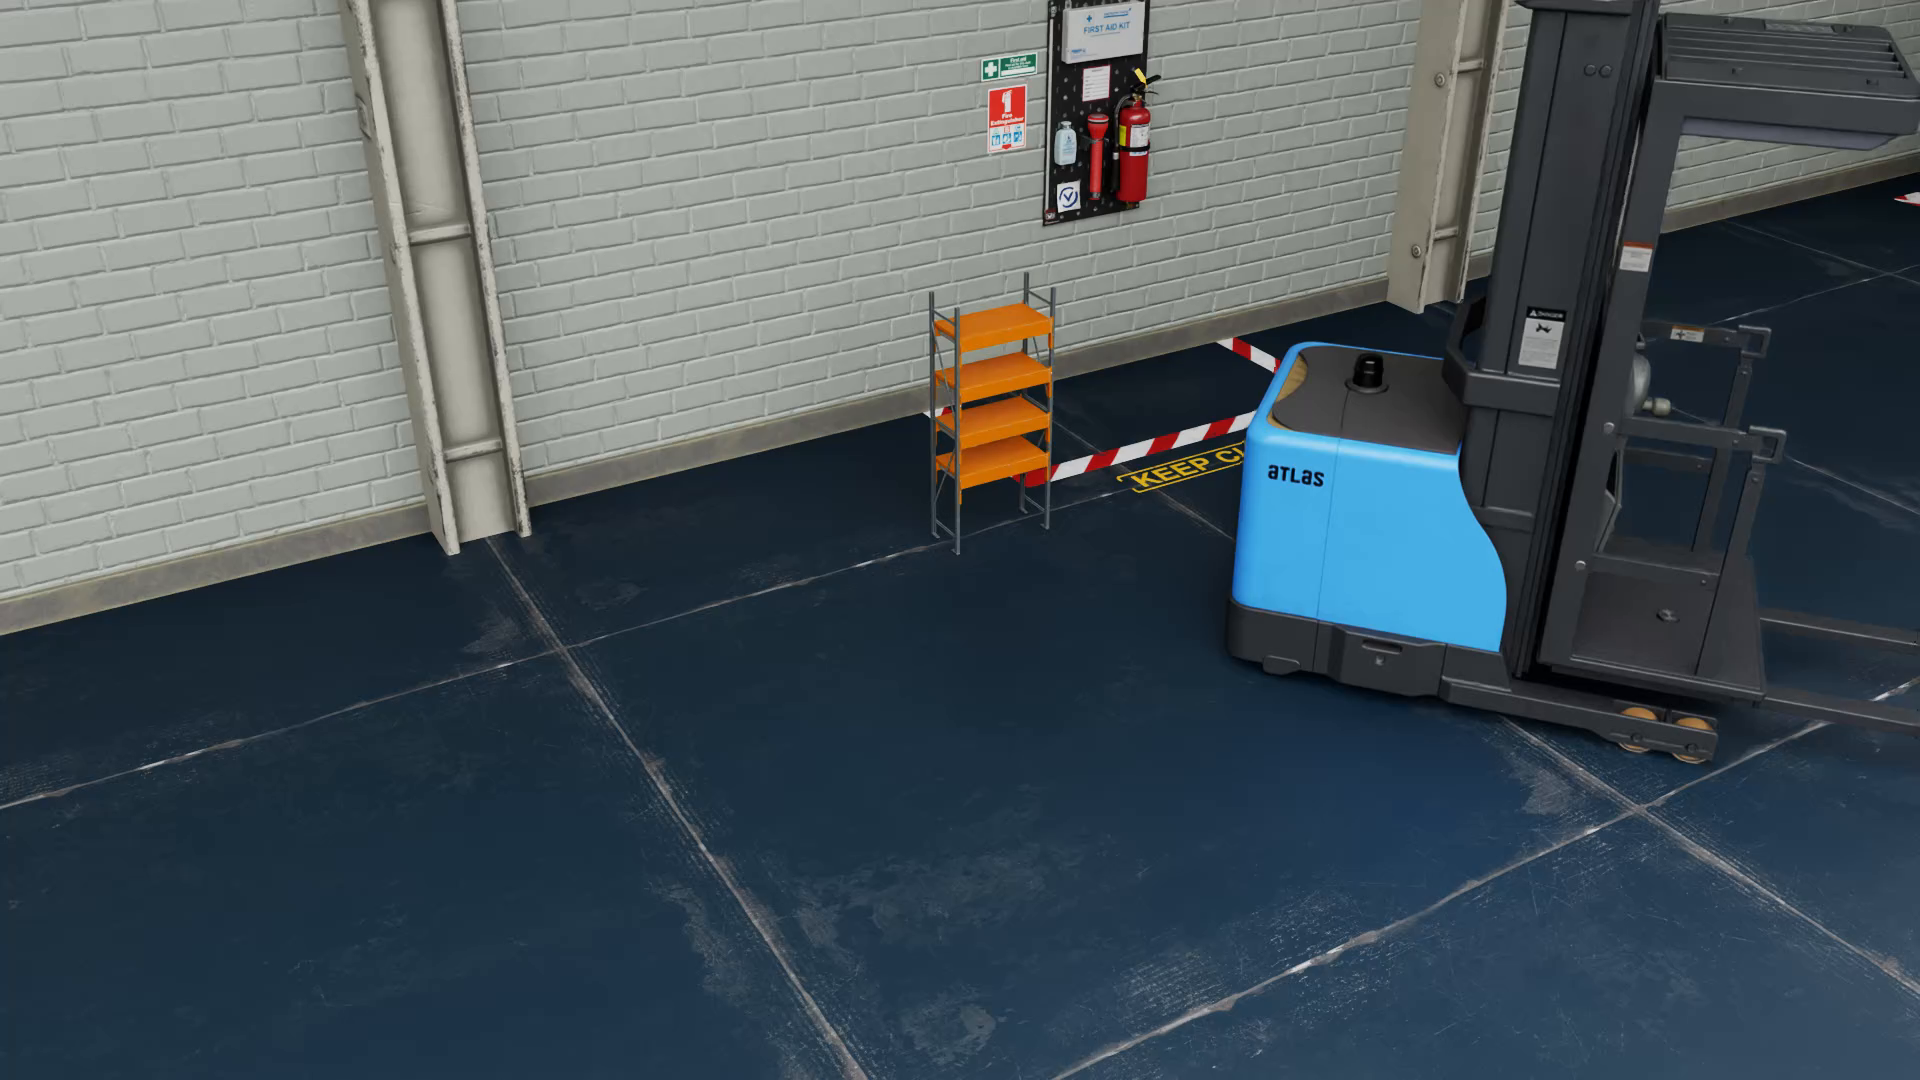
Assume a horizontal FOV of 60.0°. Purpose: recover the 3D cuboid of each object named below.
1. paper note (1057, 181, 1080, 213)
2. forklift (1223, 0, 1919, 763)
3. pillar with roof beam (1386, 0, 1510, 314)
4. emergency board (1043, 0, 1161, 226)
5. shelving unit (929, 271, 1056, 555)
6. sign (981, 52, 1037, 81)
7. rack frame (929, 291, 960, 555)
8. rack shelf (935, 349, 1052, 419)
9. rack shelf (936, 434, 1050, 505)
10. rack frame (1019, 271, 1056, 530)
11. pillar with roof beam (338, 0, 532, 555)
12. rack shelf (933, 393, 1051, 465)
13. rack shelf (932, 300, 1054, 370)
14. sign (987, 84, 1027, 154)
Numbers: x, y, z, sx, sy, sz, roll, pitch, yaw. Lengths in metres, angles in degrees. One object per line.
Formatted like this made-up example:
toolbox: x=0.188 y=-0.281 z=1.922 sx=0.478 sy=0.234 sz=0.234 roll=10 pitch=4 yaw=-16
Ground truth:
paper note: x=0.583 y=-1.834 z=8.880 sx=0.142 sy=0.148 sz=0.016 roll=-16 pitch=33 yaw=-26
forklift: x=2.653 y=-0.738 z=6.054 sx=3.031 sy=2.935 sz=1.130 roll=10 pitch=30 yaw=18
pillar with roof beam: x=5.101 y=-3.656 z=5.062 sx=0.400 sy=9.000 sz=9.100 roll=-16 pitch=33 yaw=-26
emergency board: x=0.770 y=-2.234 z=8.694 sx=0.643 sy=1.169 sz=0.194 roll=-16 pitch=33 yaw=-26
shelving unit: x=0.143 y=-0.566 z=7.534 sx=0.503 sy=1.200 sz=0.258 roll=-16 pitch=33 yaw=-26
sign: x=0.250 y=-2.387 z=8.385 sx=0.331 sy=0.109 sz=0.001 roll=-16 pitch=33 yaw=-26
rack frame: x=-0.068 y=-0.506 z=7.425 sx=0.015 sy=1.200 sz=0.240 roll=-16 pitch=33 yaw=-26
rack shelf: x=0.143 y=-0.703 z=7.458 sx=0.480 sy=0.148 sz=0.258 roll=-16 pitch=33 yaw=-26
rack shelf: x=0.143 y=-0.333 z=7.662 sx=0.480 sy=0.148 sz=0.258 roll=-16 pitch=33 yaw=-26
rack frame: x=0.353 y=-0.626 z=7.642 sx=0.015 sy=1.200 sz=0.240 roll=-16 pitch=33 yaw=-26
pillar with roof beam: x=-0.072 y=-2.188 z=2.400 sx=0.400 sy=9.000 sz=9.100 roll=-16 pitch=33 yaw=-26
rack shelf: x=0.143 y=-0.507 z=7.566 sx=0.480 sy=0.148 sz=0.258 roll=-16 pitch=33 yaw=-26
rack shelf: x=0.143 y=-0.910 z=7.344 sx=0.480 sy=0.148 sz=0.258 roll=-16 pitch=33 yaw=-26
sign: x=0.241 y=-2.157 z=8.518 sx=0.234 sy=0.329 sz=0.001 roll=-16 pitch=33 yaw=-26
